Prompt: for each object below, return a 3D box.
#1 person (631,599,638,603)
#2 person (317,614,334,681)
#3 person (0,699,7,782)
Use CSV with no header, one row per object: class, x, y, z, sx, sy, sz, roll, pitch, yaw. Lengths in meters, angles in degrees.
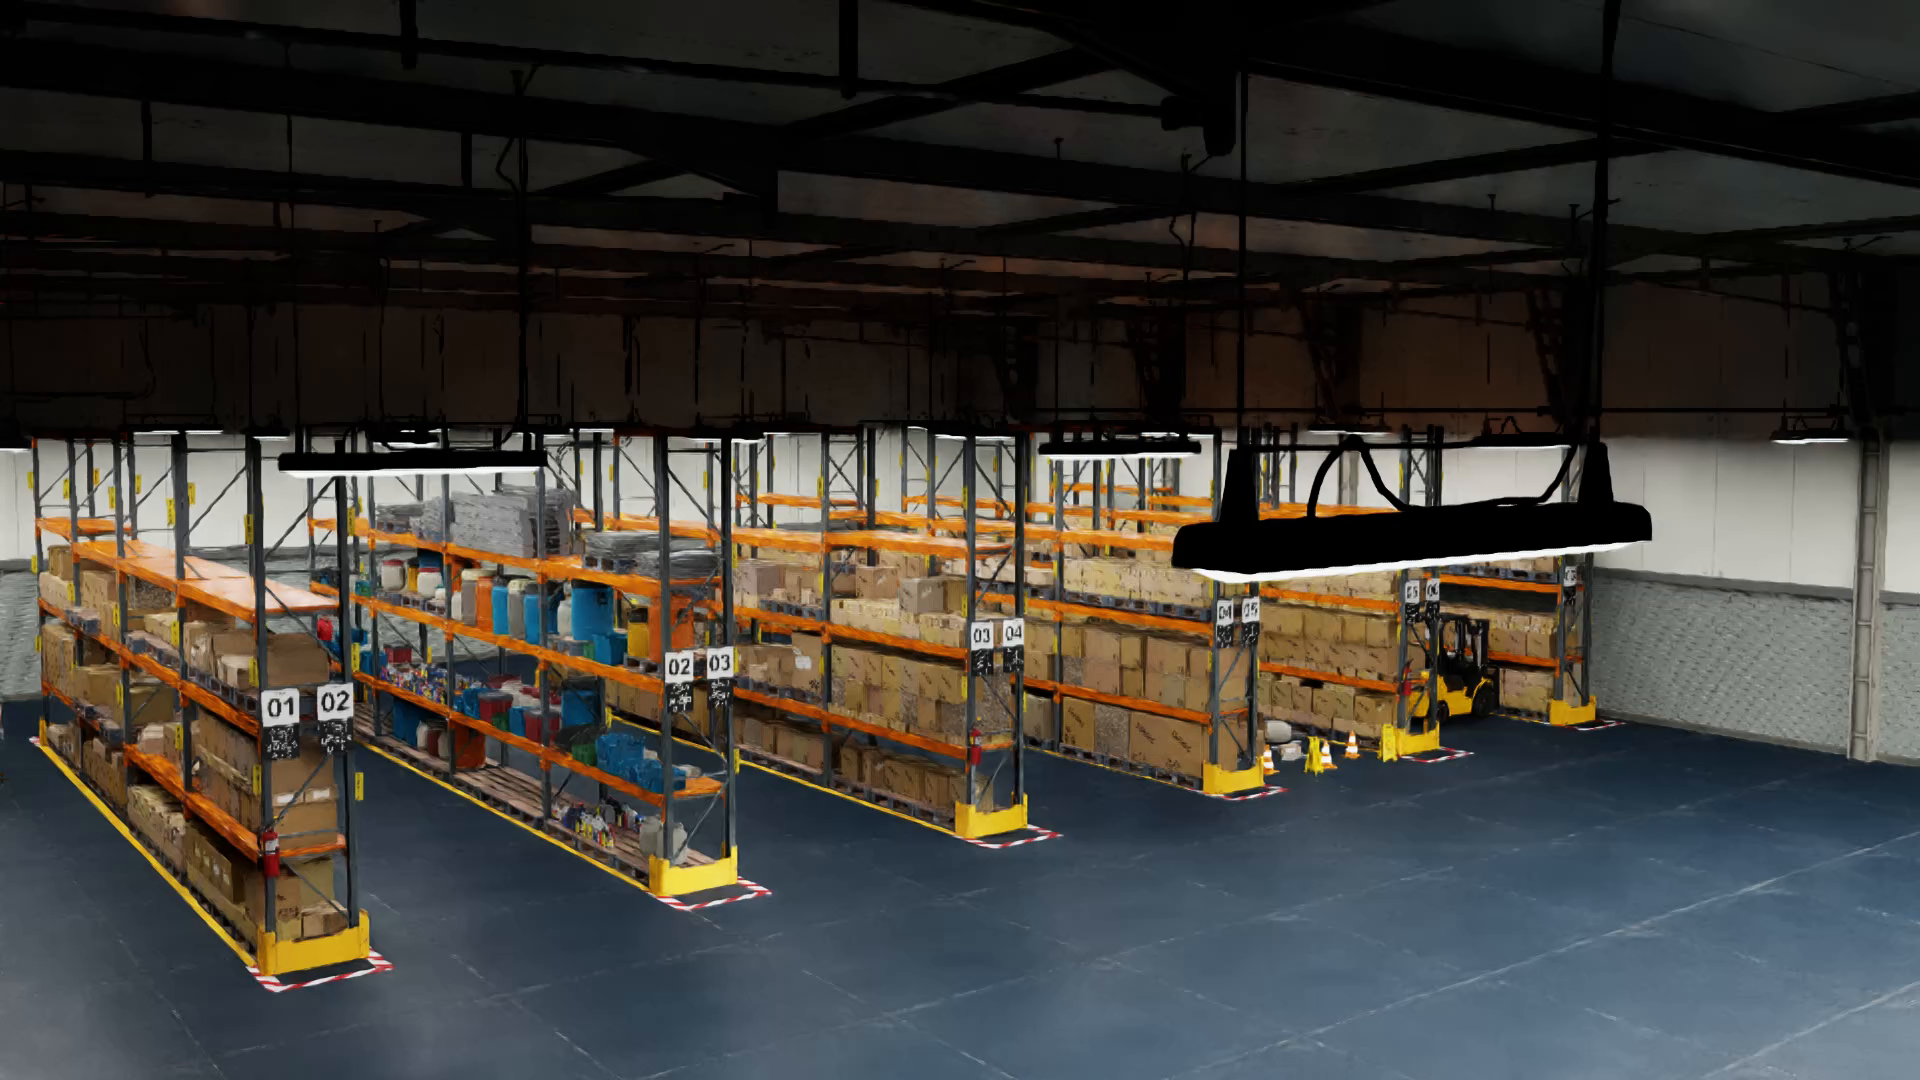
person,-8.043,2.285,40.780,0.719,1.714,0.578,-4,6,-38
person,-14.878,2.447,38.657,0.569,1.713,0.592,1,5,17
person,-16.452,3.205,28.264,0.605,1.783,0.451,2,5,24
